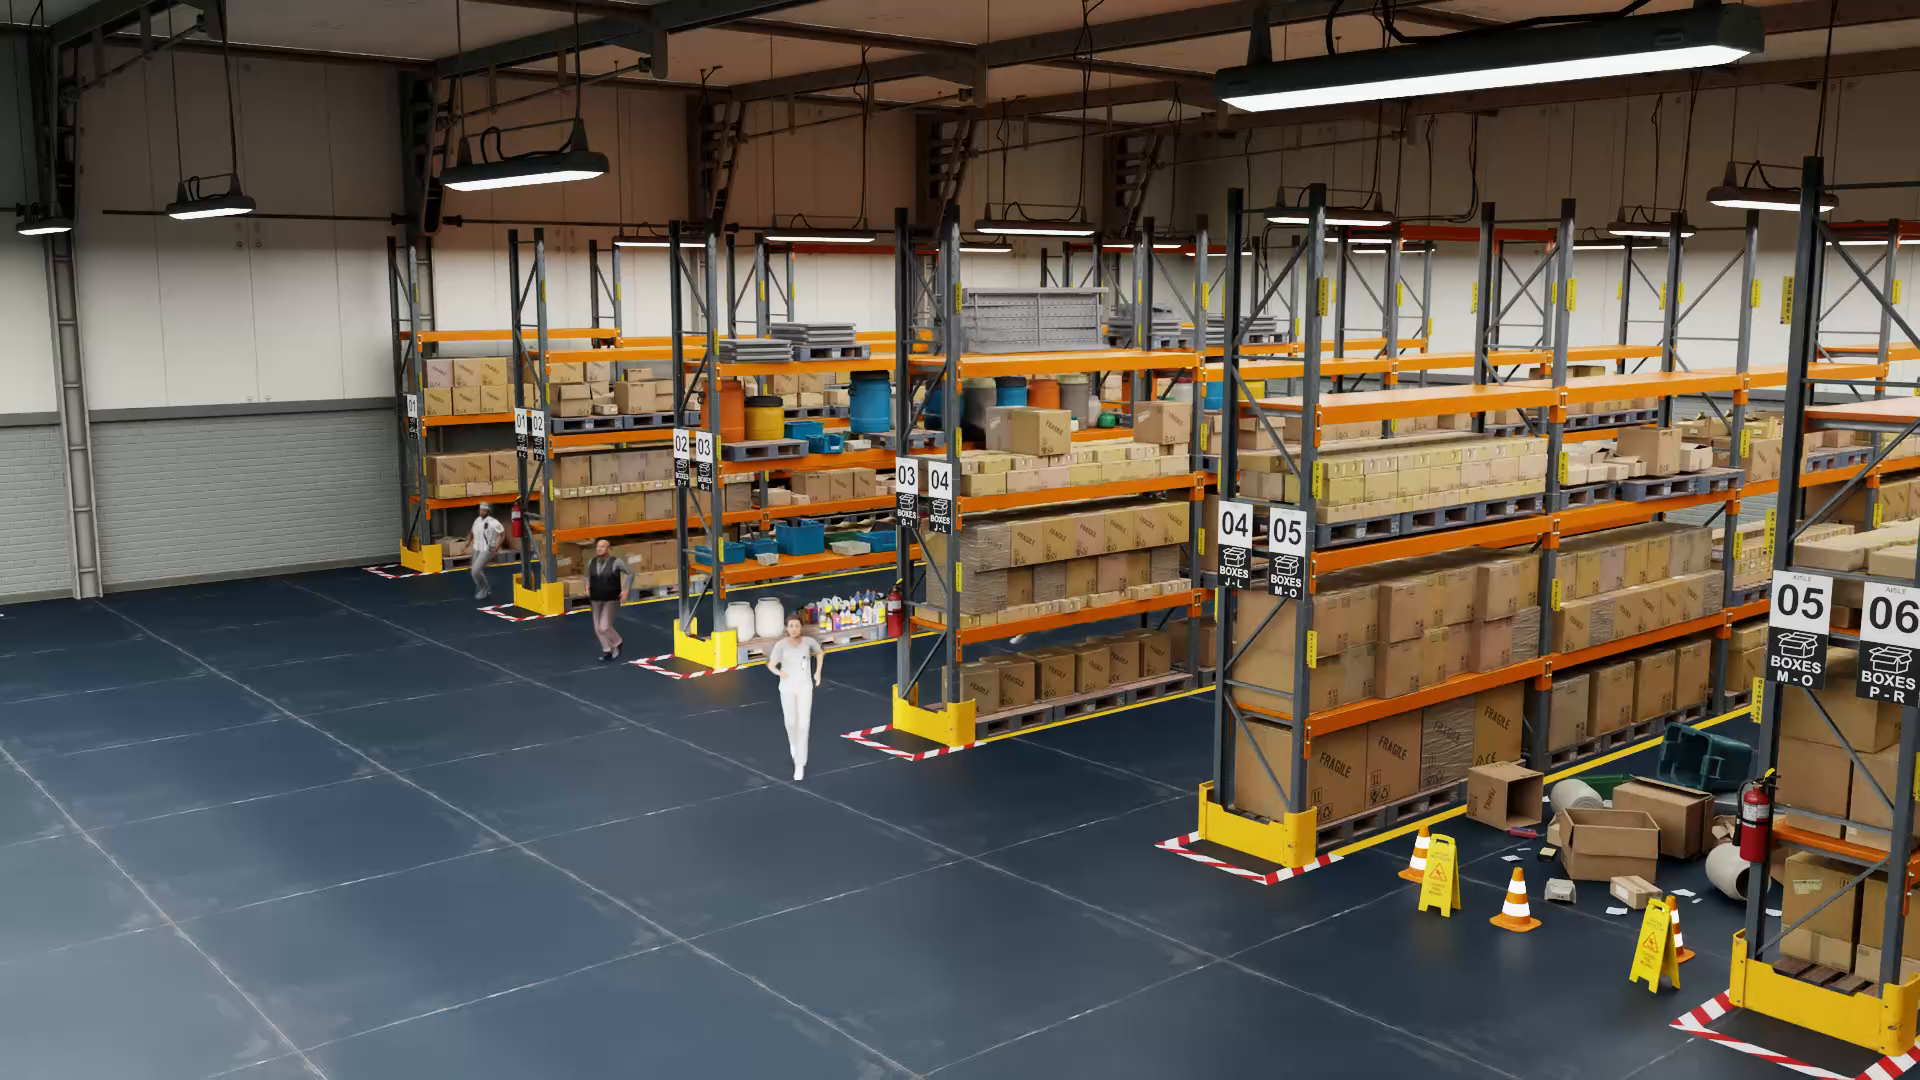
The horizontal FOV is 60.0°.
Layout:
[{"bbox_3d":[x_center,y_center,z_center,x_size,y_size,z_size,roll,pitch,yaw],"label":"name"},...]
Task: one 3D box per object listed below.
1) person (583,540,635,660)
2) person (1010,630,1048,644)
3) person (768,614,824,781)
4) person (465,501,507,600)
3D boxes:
[{"bbox_3d":[-4.864,0.839,22.799,0.687,1.693,0.612,3,9,18],"label":"person"},{"bbox_3d":[1.013,0.562,22.878,0.601,1.651,0.871,7,11,37],"label":"person"},{"bbox_3d":[-1.747,1.624,17.745,0.584,1.699,0.930,-1,9,-3],"label":"person"},{"bbox_3d":[-7.799,0.176,27.235,0.637,1.647,0.600,5,10,30],"label":"person"}]
